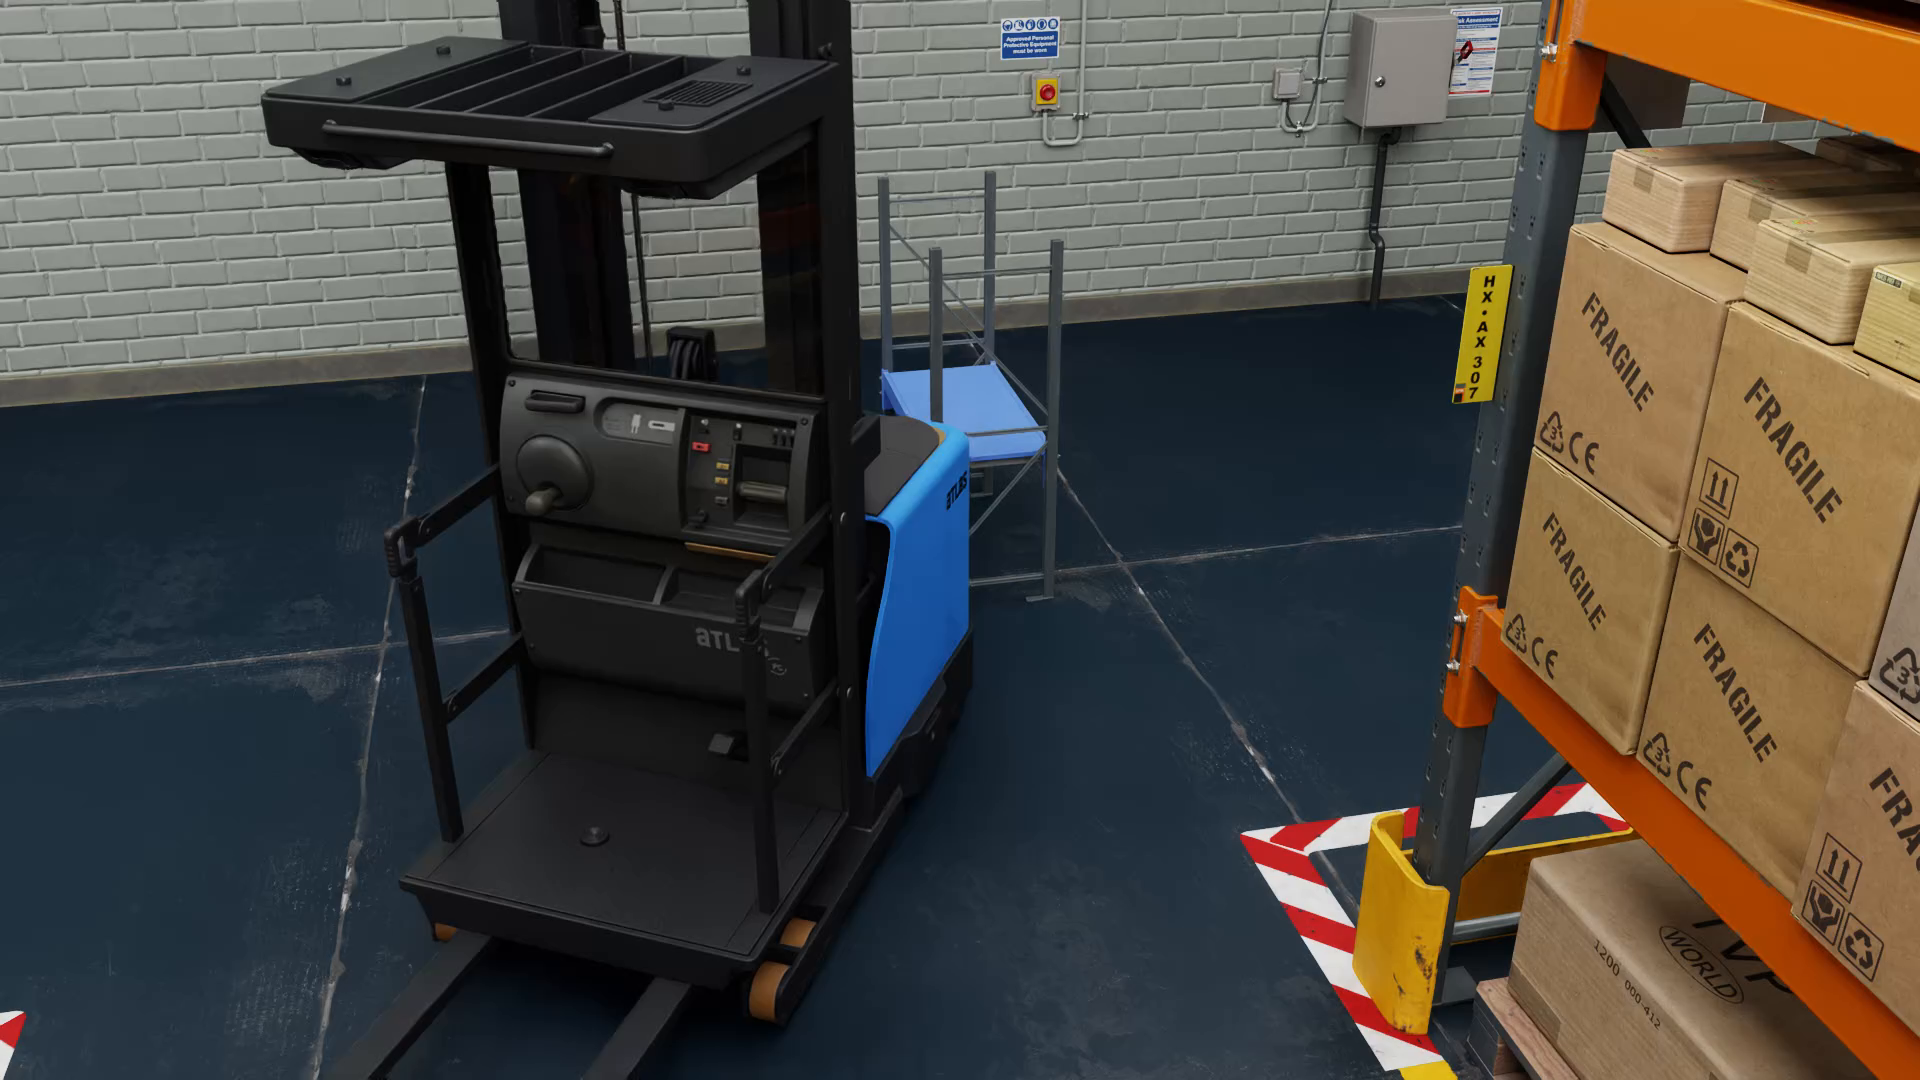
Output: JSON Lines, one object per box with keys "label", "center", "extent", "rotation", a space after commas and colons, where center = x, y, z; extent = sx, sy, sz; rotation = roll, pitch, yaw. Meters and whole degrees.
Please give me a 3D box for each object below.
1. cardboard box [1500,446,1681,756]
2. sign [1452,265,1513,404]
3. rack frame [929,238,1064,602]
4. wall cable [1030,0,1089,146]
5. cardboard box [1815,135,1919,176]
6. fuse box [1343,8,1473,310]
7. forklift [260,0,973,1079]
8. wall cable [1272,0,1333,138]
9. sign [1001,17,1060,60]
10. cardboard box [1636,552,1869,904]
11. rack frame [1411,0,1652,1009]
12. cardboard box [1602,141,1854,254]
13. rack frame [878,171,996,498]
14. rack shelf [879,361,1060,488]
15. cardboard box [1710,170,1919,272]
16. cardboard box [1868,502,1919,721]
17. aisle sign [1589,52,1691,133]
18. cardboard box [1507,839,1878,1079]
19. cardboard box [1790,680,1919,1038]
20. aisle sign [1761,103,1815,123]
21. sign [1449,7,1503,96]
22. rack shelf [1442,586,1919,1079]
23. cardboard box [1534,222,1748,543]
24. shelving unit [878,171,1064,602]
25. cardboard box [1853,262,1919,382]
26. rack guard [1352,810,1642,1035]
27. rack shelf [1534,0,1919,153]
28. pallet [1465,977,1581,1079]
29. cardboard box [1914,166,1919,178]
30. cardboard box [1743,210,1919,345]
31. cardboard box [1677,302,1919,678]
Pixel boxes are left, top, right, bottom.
{"label": "cardboard box", "center": [1.563, 0.096, 3.620], "extent": [0.500, 0.500, 0.500], "rotation": [-6, 27, -12]}
{"label": "sign", "center": [1.192, -0.467, 3.798], "extent": [0.100, 0.325, 0.005], "rotation": [-6, 27, -12]}
{"label": "rack frame", "center": [0.134, -0.409, 6.396], "extent": [0.500, 1.500, 0.032], "rotation": [-6, 27, -12]}
{"label": "wall cable", "center": [0.441, -3.040, 8.781], "extent": [0.585, 1.953, 0.123], "rotation": [-6, 27, -12]}
{"label": "cardboard box", "center": [2.010, -0.743, 3.452], "extent": [0.380, 0.149, 0.250], "rotation": [-6, 27, -11]}
{"label": "fuse box", "center": [2.520, -2.146, 9.603], "extent": [0.539, 1.711, 0.414], "rotation": [-6, 27, -12]}
{"label": "forklift", "center": [-0.900, -0.179, 4.351], "extent": [1.130, 2.935, 3.031], "rotation": [8, 28, 16]}
{"label": "wall cable", "center": [1.820, -3.175, 9.084], "extent": [0.588, 1.984, 0.122], "rotation": [-6, 27, -12]}
{"label": "sign", "center": [0.380, -2.715, 9.000], "extent": [0.327, 0.218, 0.001], "rotation": [-6, 27, -12]}
{"label": "cardboard box", "center": [1.704, 0.315, 3.186], "extent": [0.500, 0.500, 0.500], "rotation": [-6, 27, -12]}
{"label": "rack frame", "center": [1.734, -0.099, 4.118], "extent": [1.000, 3.000, 0.127], "rotation": [-6, 27, -12]}
{"label": "cardboard box", "center": [1.544, -0.696, 3.359], "extent": [0.380, 0.149, 0.250], "rotation": [-5, 27, -11]}
{"label": "rack frame", "center": [-0.095, -0.855, 7.280], "extent": [0.500, 1.500, 0.032], "rotation": [-6, 27, -12]}
{"label": "rack shelf", "center": [0.019, -0.472, 6.919], "extent": [0.538, 0.185, 1.000], "rotation": [-6, 27, -12]}
{"label": "cardboard box", "center": [1.673, -0.588, 3.146], "extent": [0.380, 0.149, 0.250], "rotation": [-5, 27, -10]}
{"label": "cardboard box", "center": [1.812, 0.101, 2.501], "extent": [0.500, 0.500, 0.500], "rotation": [-6, 27, -12]}
{"label": "aisle sign", "center": [1.435, -1.262, 3.536], "extent": [0.394, 0.787, 0.004], "rotation": [-6, 27, -12]}
{"label": "cardboard box", "center": [1.980, 1.137, 4.047], "extent": [0.875, 0.438, 0.875], "rotation": [-7, 28, -13]}
{"label": "cardboard box", "center": [1.801, 0.540, 2.740], "extent": [0.500, 0.500, 0.500], "rotation": [-6, 27, -12]}
{"label": "aisle sign", "center": [2.020, -1.323, 3.657], "extent": [0.394, 0.787, 0.004], "rotation": [-6, 27, -12]}
{"label": "sign", "center": [2.955, -2.820, 9.614], "extent": [0.329, 0.494, 0.001], "rotation": [-6, 27, -12]}
{"label": "rack shelf", "center": [2.185, 1.100, 2.540], "extent": [1.077, 0.370, 4.000], "rotation": [-6, 27, -12]}
{"label": "cardboard box", "center": [1.565, -0.351, 3.395], "extent": [0.500, 0.500, 0.500], "rotation": [-7, 28, -13]}
{"label": "shelving unit", "center": [0.019, -0.632, 6.838], "extent": [0.538, 1.500, 1.048], "rotation": [-6, 27, -12]}
{"label": "cardboard box", "center": [1.697, -0.349, 2.671], "extent": [0.380, 0.149, 0.250], "rotation": [-7, 28, -13]}
{"label": "rack guard", "center": [1.729, 1.006, 4.702], "extent": [1.175, 0.500, 0.348], "rotation": [-6, 27, -12]}
{"label": "rack shelf", "center": [2.185, -0.239, 1.864], "extent": [1.077, 0.370, 4.000], "rotation": [-6, 27, -12]}
{"label": "pallet", "center": [1.991, 1.489, 4.066], "extent": [1.003, 0.211, 1.213], "rotation": [-6, 27, -12]}
{"label": "cardboard box", "center": [2.091, -0.634, 3.236], "extent": [0.380, 0.149, 0.250], "rotation": [-5, 27, -11]}
{"label": "cardboard box", "center": [1.620, -0.462, 2.897], "extent": [0.380, 0.149, 0.250], "rotation": [-5, 27, -10]}
{"label": "cardboard box", "center": [1.688, -0.125, 2.947], "extent": [0.500, 0.500, 0.500], "rotation": [-7, 28, -13]}
